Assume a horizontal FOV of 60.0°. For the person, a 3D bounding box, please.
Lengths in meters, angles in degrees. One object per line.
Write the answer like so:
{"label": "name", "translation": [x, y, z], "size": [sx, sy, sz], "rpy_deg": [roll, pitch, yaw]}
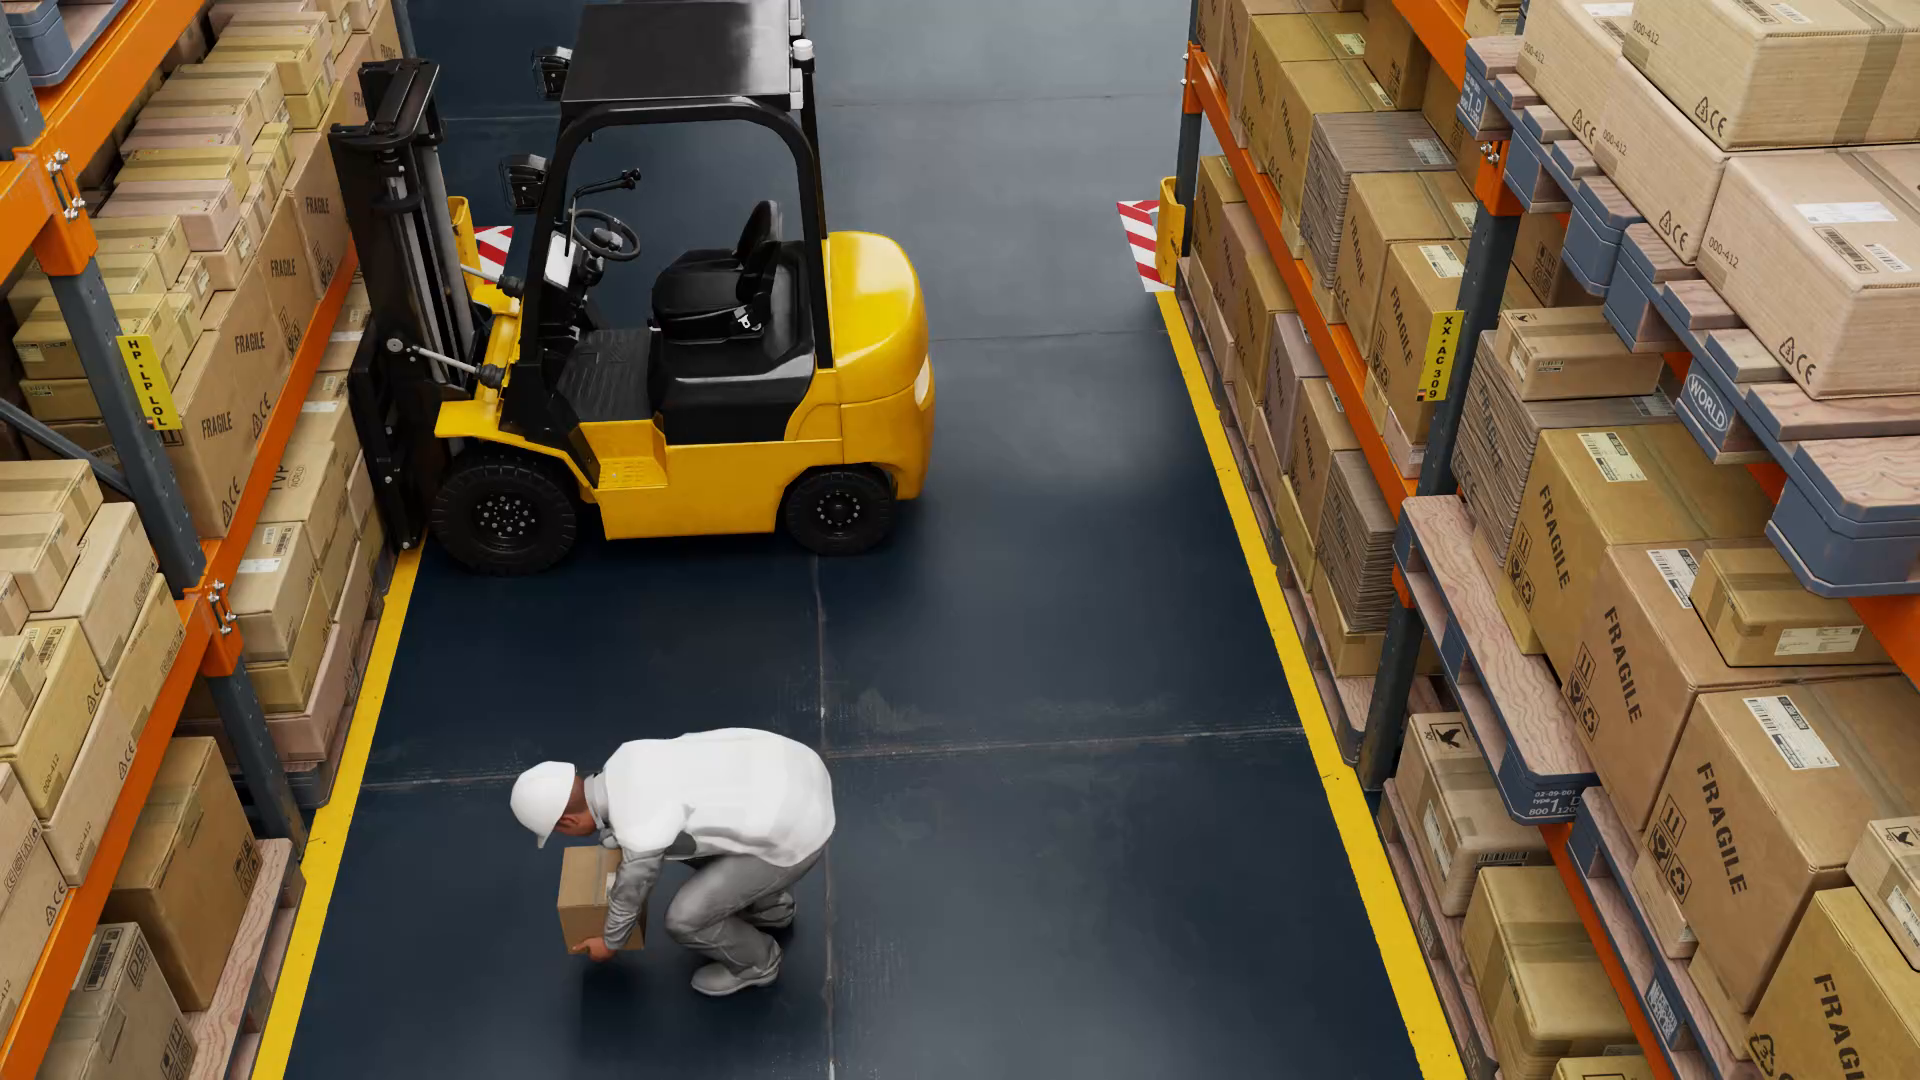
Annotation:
{"label": "person", "translation": [-0.899, 1.053, 5.446], "size": [0.991, 0.997, 0.505], "rpy_deg": [-5, 39, -6]}
